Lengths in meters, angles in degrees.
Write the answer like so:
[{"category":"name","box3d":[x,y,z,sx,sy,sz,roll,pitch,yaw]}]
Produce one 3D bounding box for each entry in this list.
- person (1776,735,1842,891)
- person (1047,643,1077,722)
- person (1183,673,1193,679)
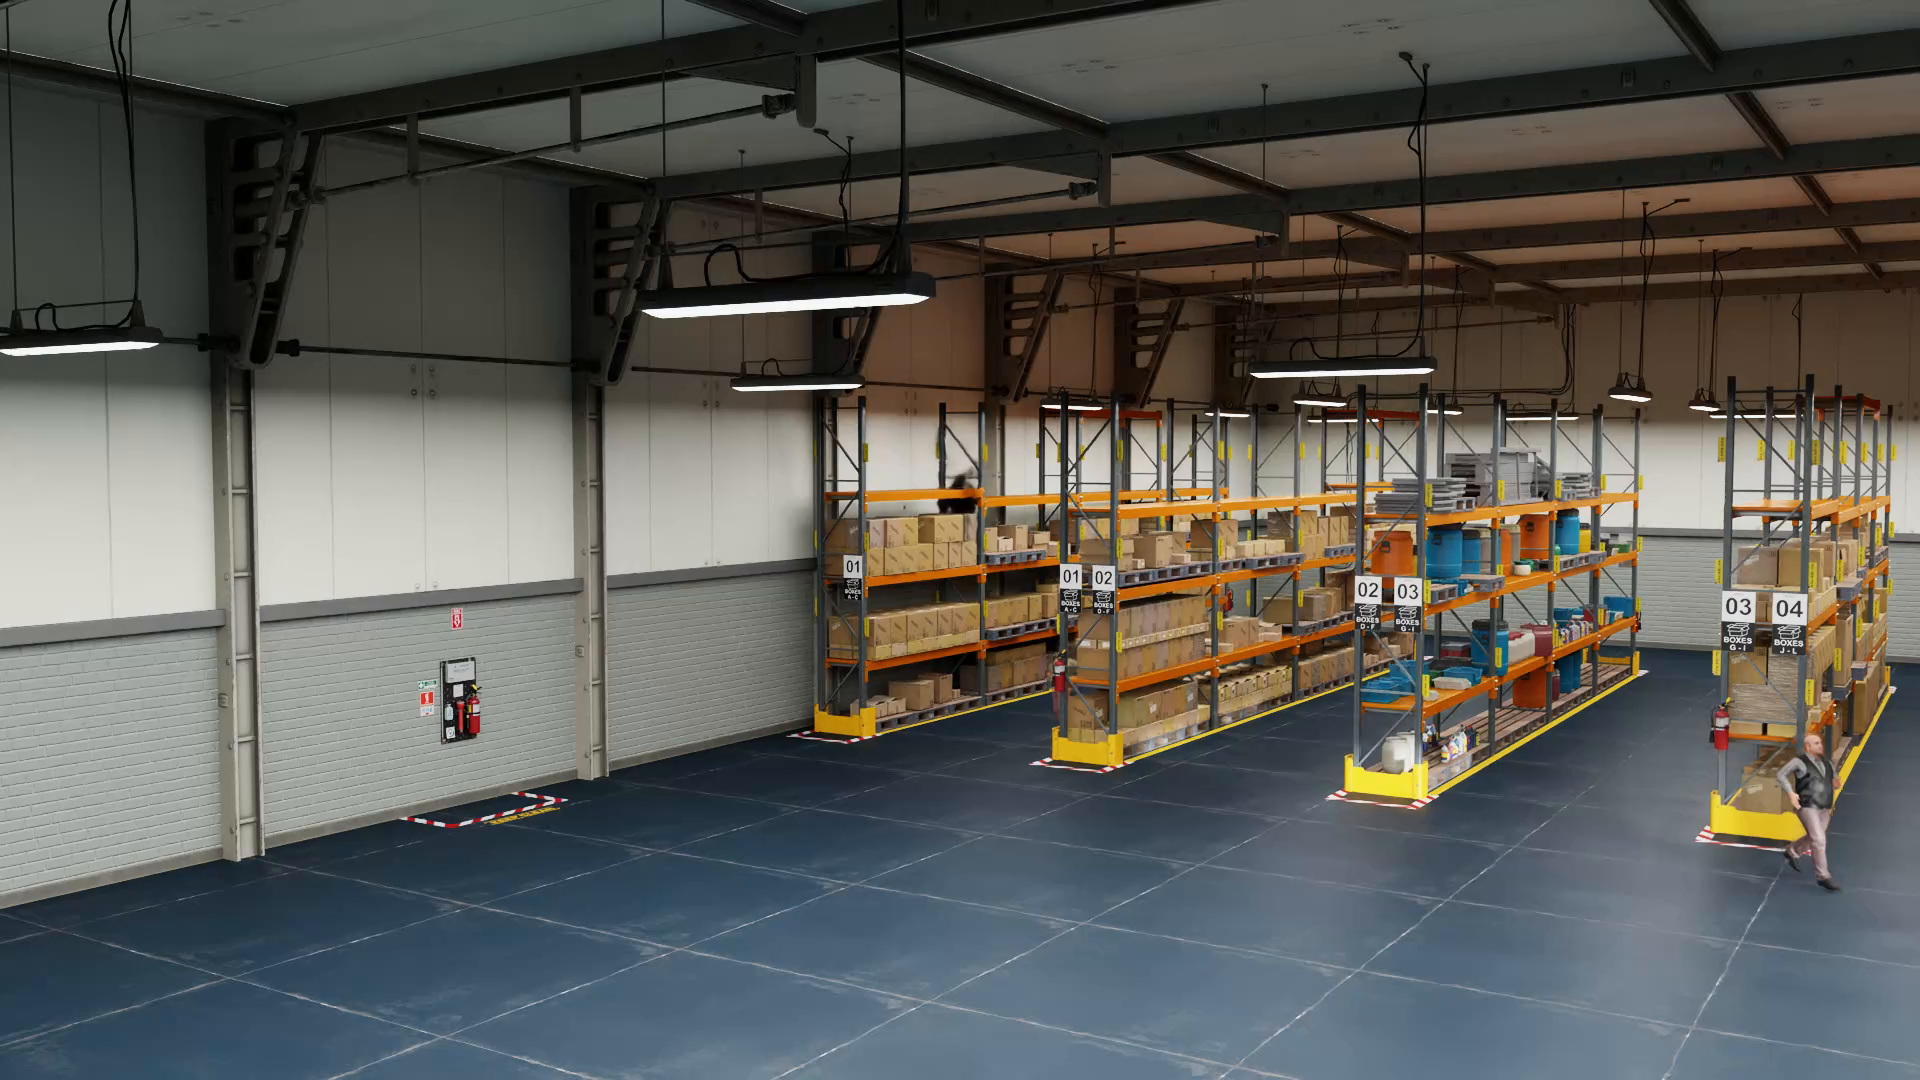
[{"category":"person","box3d":[9.877,3.108,19.243,0.657,1.705,0.949,-1,3,-18]},{"category":"person","box3d":[1.779,2.634,29.233,0.558,1.634,0.606,2,3,31]},{"category":"person","box3d":[4.654,2.362,34.416,0.546,1.635,0.628,2,3,29]}]
